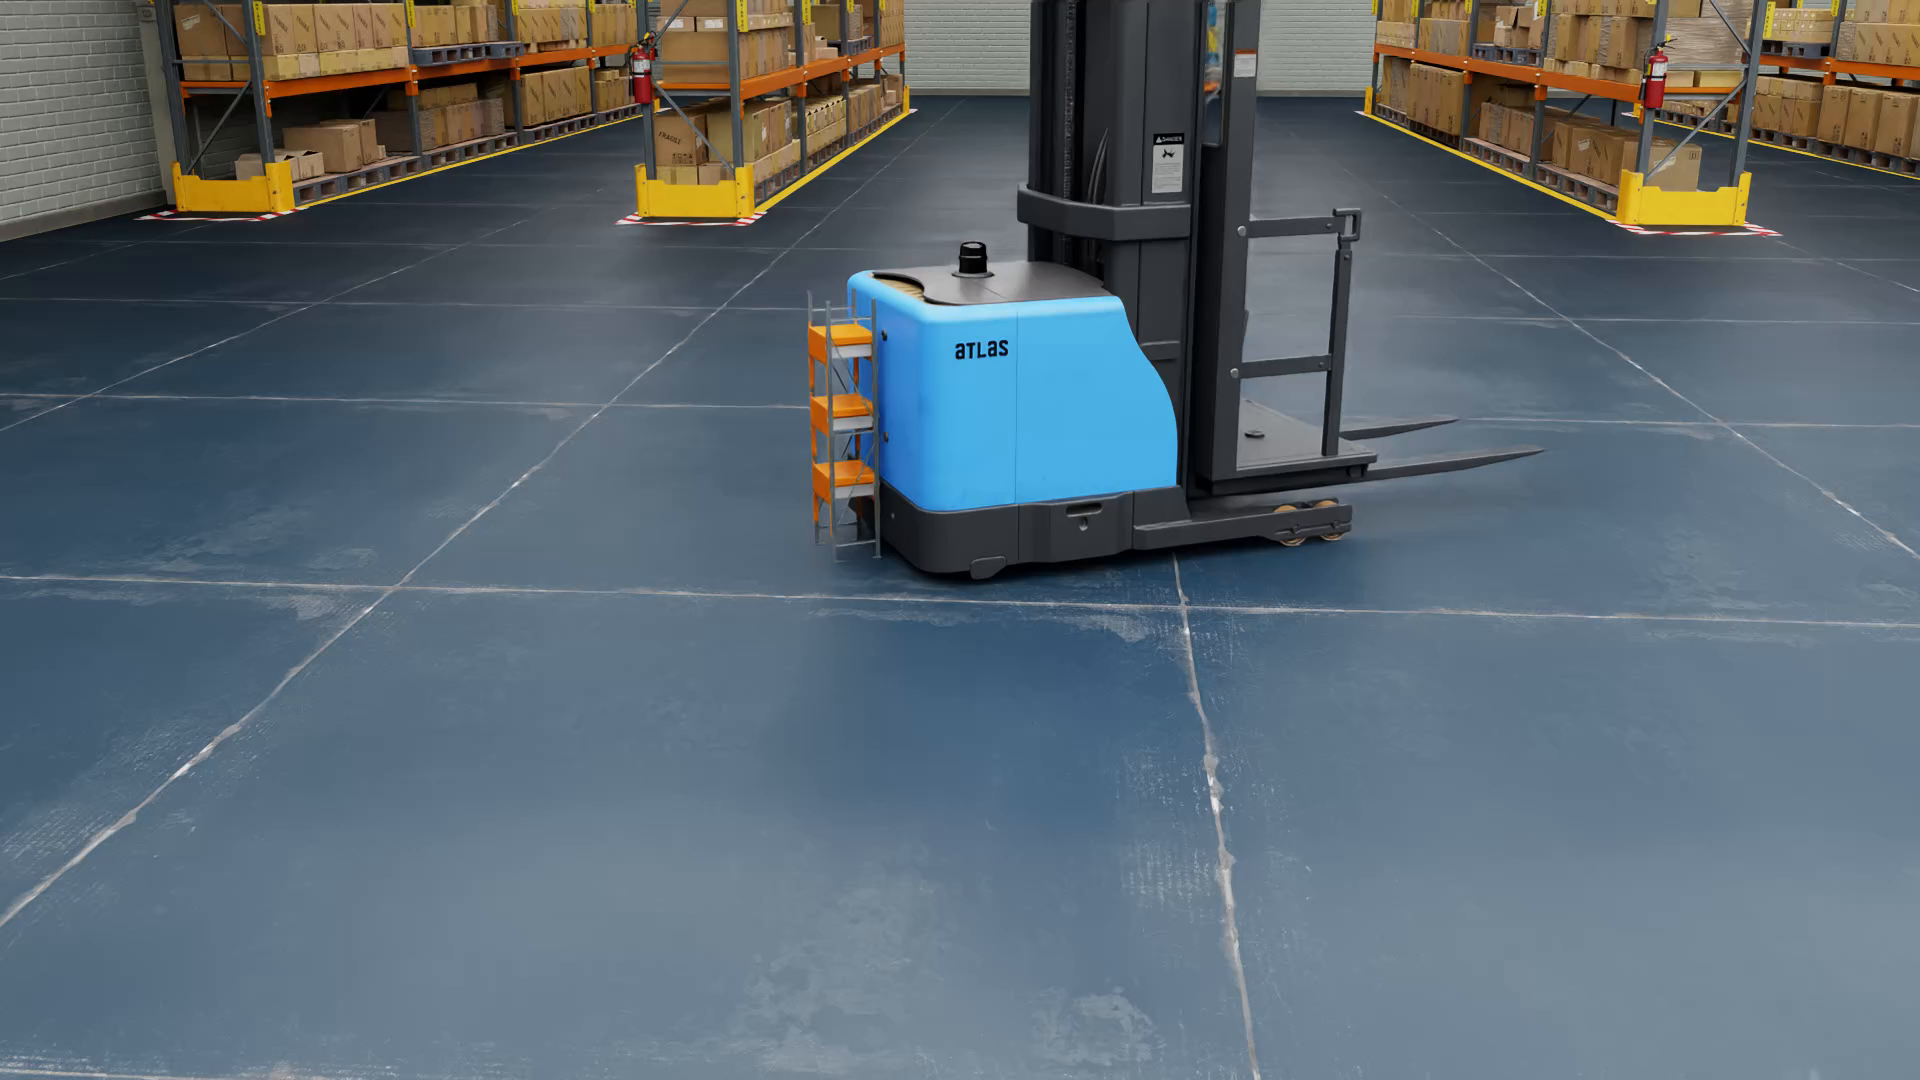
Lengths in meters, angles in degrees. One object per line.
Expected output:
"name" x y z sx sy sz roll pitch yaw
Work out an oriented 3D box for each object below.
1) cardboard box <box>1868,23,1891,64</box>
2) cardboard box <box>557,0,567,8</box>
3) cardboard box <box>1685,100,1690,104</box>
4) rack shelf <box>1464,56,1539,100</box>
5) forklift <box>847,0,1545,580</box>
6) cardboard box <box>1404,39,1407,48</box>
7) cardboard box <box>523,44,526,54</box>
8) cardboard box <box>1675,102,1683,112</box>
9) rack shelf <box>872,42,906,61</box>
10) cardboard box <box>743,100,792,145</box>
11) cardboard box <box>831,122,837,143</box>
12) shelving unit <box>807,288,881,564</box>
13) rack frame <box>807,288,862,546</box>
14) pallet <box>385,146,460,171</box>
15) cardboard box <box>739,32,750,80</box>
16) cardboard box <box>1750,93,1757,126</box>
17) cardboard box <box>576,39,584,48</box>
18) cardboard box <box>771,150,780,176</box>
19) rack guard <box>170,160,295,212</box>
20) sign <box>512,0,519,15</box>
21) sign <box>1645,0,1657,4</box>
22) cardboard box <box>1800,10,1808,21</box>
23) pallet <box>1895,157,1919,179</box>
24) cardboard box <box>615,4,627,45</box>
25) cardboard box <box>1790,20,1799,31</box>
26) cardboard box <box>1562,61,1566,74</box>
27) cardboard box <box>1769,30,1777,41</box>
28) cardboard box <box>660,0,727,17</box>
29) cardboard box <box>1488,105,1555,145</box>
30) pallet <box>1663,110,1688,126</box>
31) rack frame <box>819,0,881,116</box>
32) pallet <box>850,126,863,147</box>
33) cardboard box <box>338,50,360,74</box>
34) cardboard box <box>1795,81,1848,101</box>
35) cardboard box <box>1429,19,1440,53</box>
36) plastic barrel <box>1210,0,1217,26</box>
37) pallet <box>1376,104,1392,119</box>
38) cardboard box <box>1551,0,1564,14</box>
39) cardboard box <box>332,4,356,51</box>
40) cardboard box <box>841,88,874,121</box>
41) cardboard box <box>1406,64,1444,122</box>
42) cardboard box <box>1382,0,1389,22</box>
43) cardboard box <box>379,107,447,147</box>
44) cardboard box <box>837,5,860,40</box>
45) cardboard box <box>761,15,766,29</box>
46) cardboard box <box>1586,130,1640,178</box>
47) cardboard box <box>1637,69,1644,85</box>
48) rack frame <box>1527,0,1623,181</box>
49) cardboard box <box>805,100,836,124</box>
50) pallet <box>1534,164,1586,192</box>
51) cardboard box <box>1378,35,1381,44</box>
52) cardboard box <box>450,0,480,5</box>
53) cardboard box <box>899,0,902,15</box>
"cardboard box" 12.305 -6.506 21.801 0.500 0.500 0.500 1 18 4
"cardboard box" -6.659 -8.710 26.812 0.500 0.250 0.500 2 18 5
"cardboard box" 12.832 -7.646 28.867 0.380 0.149 0.250 0 18 1
"rack shelf" 7.594 -6.086 21.834 1.077 0.370 4.000 1 18 4
"forklift" 1.091 -1.511 6.828 3.031 2.935 1.130 -7 19 -20
"cardboard box" 7.756 -8.433 28.247 0.380 0.149 0.250 1 18 3
"cardboard box" -6.803 -7.446 25.201 0.380 0.149 0.250 2 18 5
"cardboard box" 12.796 -7.600 29.203 0.380 0.149 0.250 1 18 4
"rack shelf" -1.713 -8.793 30.095 1.077 0.370 4.000 1 18 4
"cardboard box" -2.293 -4.974 19.823 0.500 0.500 0.500 1 18 4
"cardboard box" -2.010 -5.679 23.178 0.500 0.250 0.500 2 18 5
"shelving unit" -0.461 -0.452 6.617 0.215 1.050 0.252 -7 19 -20
"rack frame" -0.505 -0.488 6.725 0.200 1.050 0.008 -7 19 -20
"pallet" -7.317 -5.055 22.011 1.003 0.211 1.213 1 18 4
"cardboard box" -2.638 -5.142 17.637 0.700 0.500 0.500 2 18 5
"cardboard box" 12.610 -6.773 26.115 0.500 0.500 0.500 2 18 6
"cardboard box" -6.534 -8.323 27.877 0.380 0.149 0.250 2 18 5
"cardboard box" -2.347 -4.307 18.991 0.500 0.250 0.500 1 18 4
"rack guard" -7.653 -3.732 17.509 1.175 0.500 0.348 1 18 4
"sign" -6.543 -7.884 24.434 0.100 0.325 0.005 1 18 4
"sign" 6.612 -5.283 15.862 0.100 0.325 0.005 1 18 4
"cardboard box" 12.275 -7.510 23.799 0.380 0.149 0.250 1 18 3
"pallet" 12.371 -4.581 20.563 1.003 0.211 1.213 1 18 4
"cardboard box" -6.642 -9.386 30.270 0.980 0.700 0.700 0 18 1
"cardboard box" 12.292 -7.457 24.113 0.380 0.149 0.250 2 18 5
"cardboard box" 7.105 -5.394 18.970 0.380 0.149 0.250 1 18 4
"cardboard box" 12.351 -7.549 24.872 0.380 0.149 0.250 2 18 6
"cardboard box" -2.667 -5.612 16.988 0.700 0.500 0.500 1 18 4
"cardboard box" 7.682 -5.689 22.775 0.700 0.500 0.500 0 18 -1
"pallet" 13.062 -7.413 29.208 1.003 0.211 1.213 1 18 4
"rack frame" -1.857 -8.513 28.087 1.000 3.000 0.127 1 18 4
"pallet" -2.052 -6.177 25.435 1.003 0.211 1.213 1 18 4
"cardboard box" -7.202 -5.455 18.963 0.500 0.250 0.500 1 18 4
"cardboard box" 12.465 -6.493 24.057 0.500 0.250 0.500 1 18 3
"cardboard box" 7.670 -7.890 26.024 0.500 0.500 0.500 1 18 3
"plastic barrel" 2.840 -6.268 20.431 0.600 0.901 0.708 1 18 4
"pallet" 8.331 -7.958 30.871 1.003 0.211 1.213 1 18 4
"cardboard box" 7.165 -6.336 19.200 0.500 0.500 0.500 1 18 4
"cardboard box" -7.210 -5.806 18.830 0.500 0.500 0.500 2 18 6
"cardboard box" -1.686 -7.066 26.978 0.500 0.500 0.500 2 18 5
"cardboard box" 7.998 -7.282 27.066 1.225 0.875 0.875 1 18 4
"cardboard box" 7.971 -9.662 30.150 0.500 0.500 0.500 1 18 3
"cardboard box" -7.348 -5.550 22.351 0.700 0.500 0.500 1 18 3
"cardboard box" -1.955 -7.996 25.674 0.700 0.500 0.500 5 19 14
"cardboard box" -2.363 -5.737 18.411 0.380 0.149 0.250 1 18 4
"cardboard box" 7.382 -4.322 18.637 0.500 0.500 0.500 0 18 -1
"cardboard box" 6.997 -4.616 16.595 0.380 0.149 0.250 1 18 4
"rack frame" 7.450 -5.806 19.826 1.000 3.000 0.127 1 18 4
"cardboard box" -2.005 -5.944 23.087 0.500 0.311 0.500 1 18 4
"pallet" 7.438 -4.272 19.622 1.003 0.211 1.213 1 18 4
"cardboard box" 7.939 -9.231 30.682 0.380 0.149 0.250 1 18 3
"cardboard box" -7.088 -7.737 23.810 0.380 0.149 0.250 -2 18 -5
"cardboard box" -1.363 -9.977 30.788 0.500 0.500 0.500 2 18 5
